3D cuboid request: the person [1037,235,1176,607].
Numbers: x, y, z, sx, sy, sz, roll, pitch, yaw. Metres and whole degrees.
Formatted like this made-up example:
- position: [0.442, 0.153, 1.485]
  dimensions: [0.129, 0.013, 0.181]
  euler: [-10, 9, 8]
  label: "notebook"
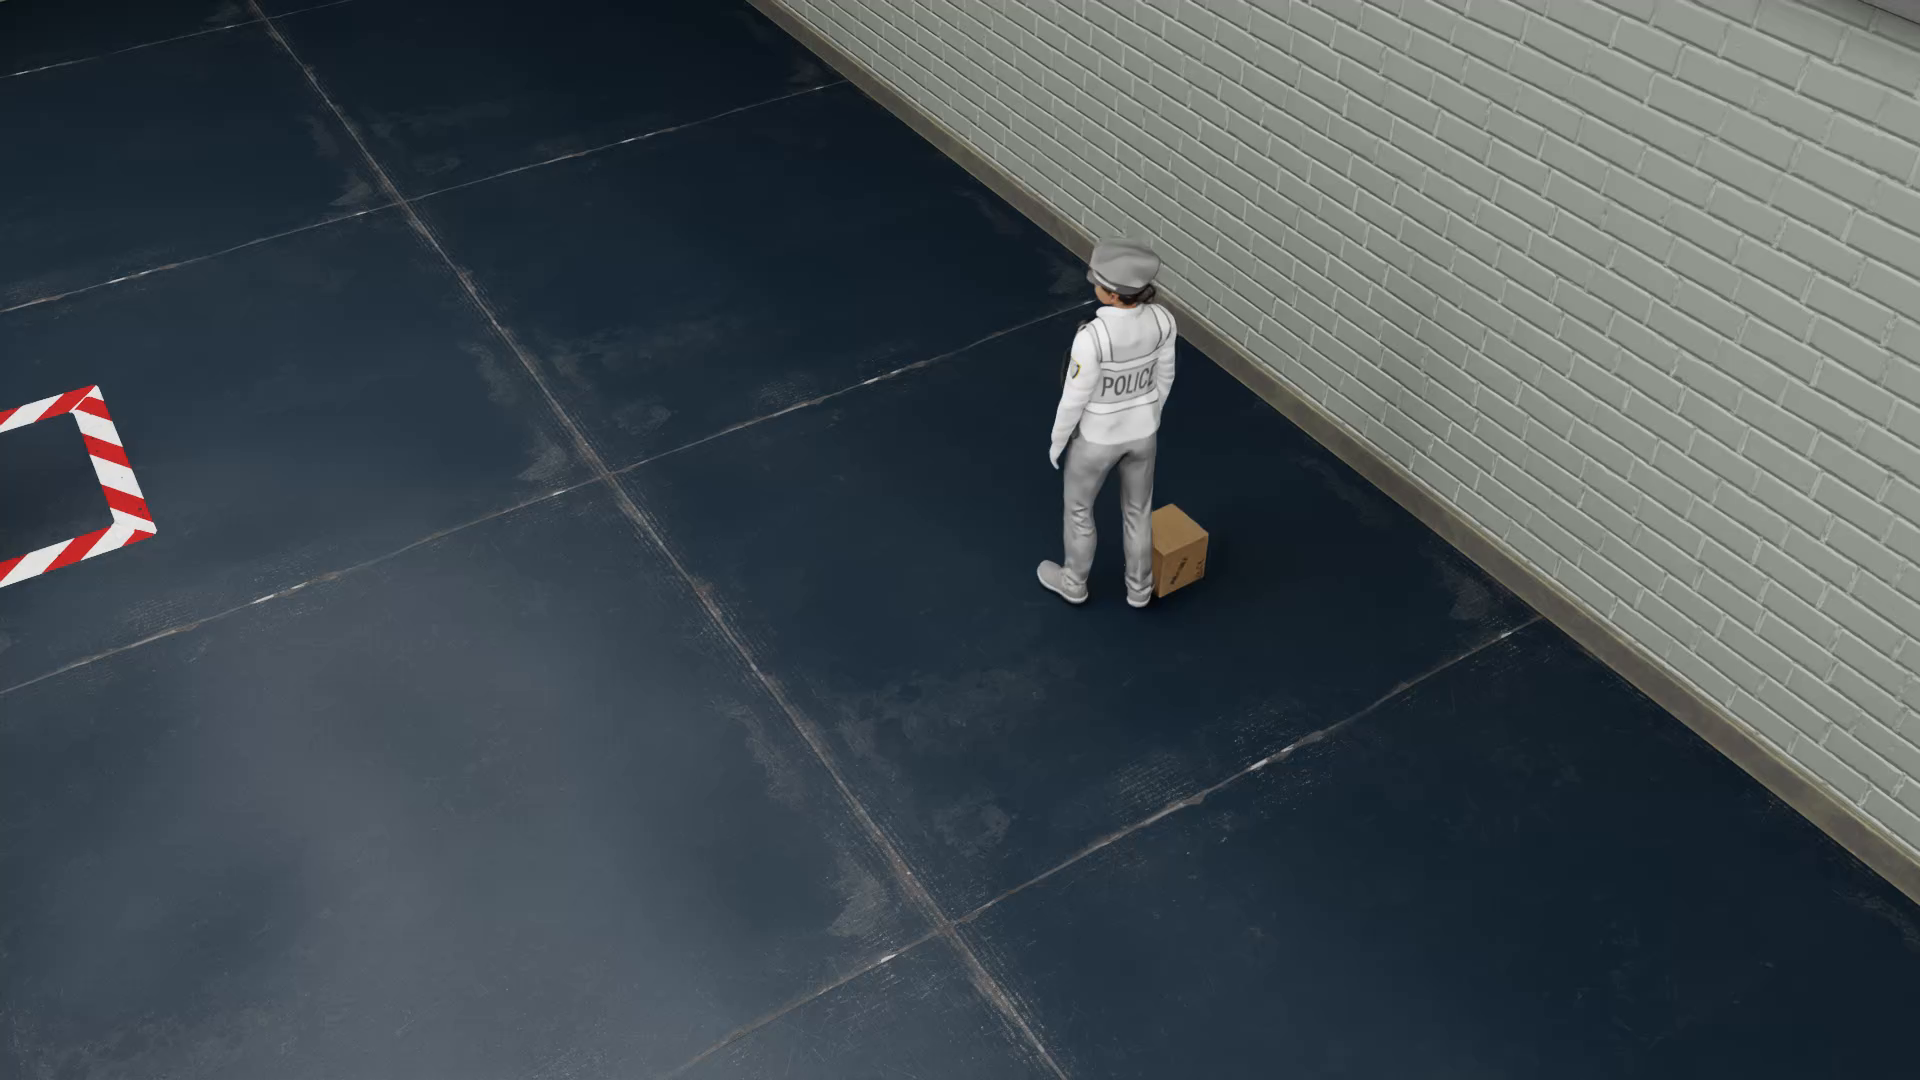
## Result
- position: [0.602, -0.431, 6.608]
  dimensions: [0.512, 1.675, 0.411]
  euler: [-15, 43, -17]
  label: "person"
